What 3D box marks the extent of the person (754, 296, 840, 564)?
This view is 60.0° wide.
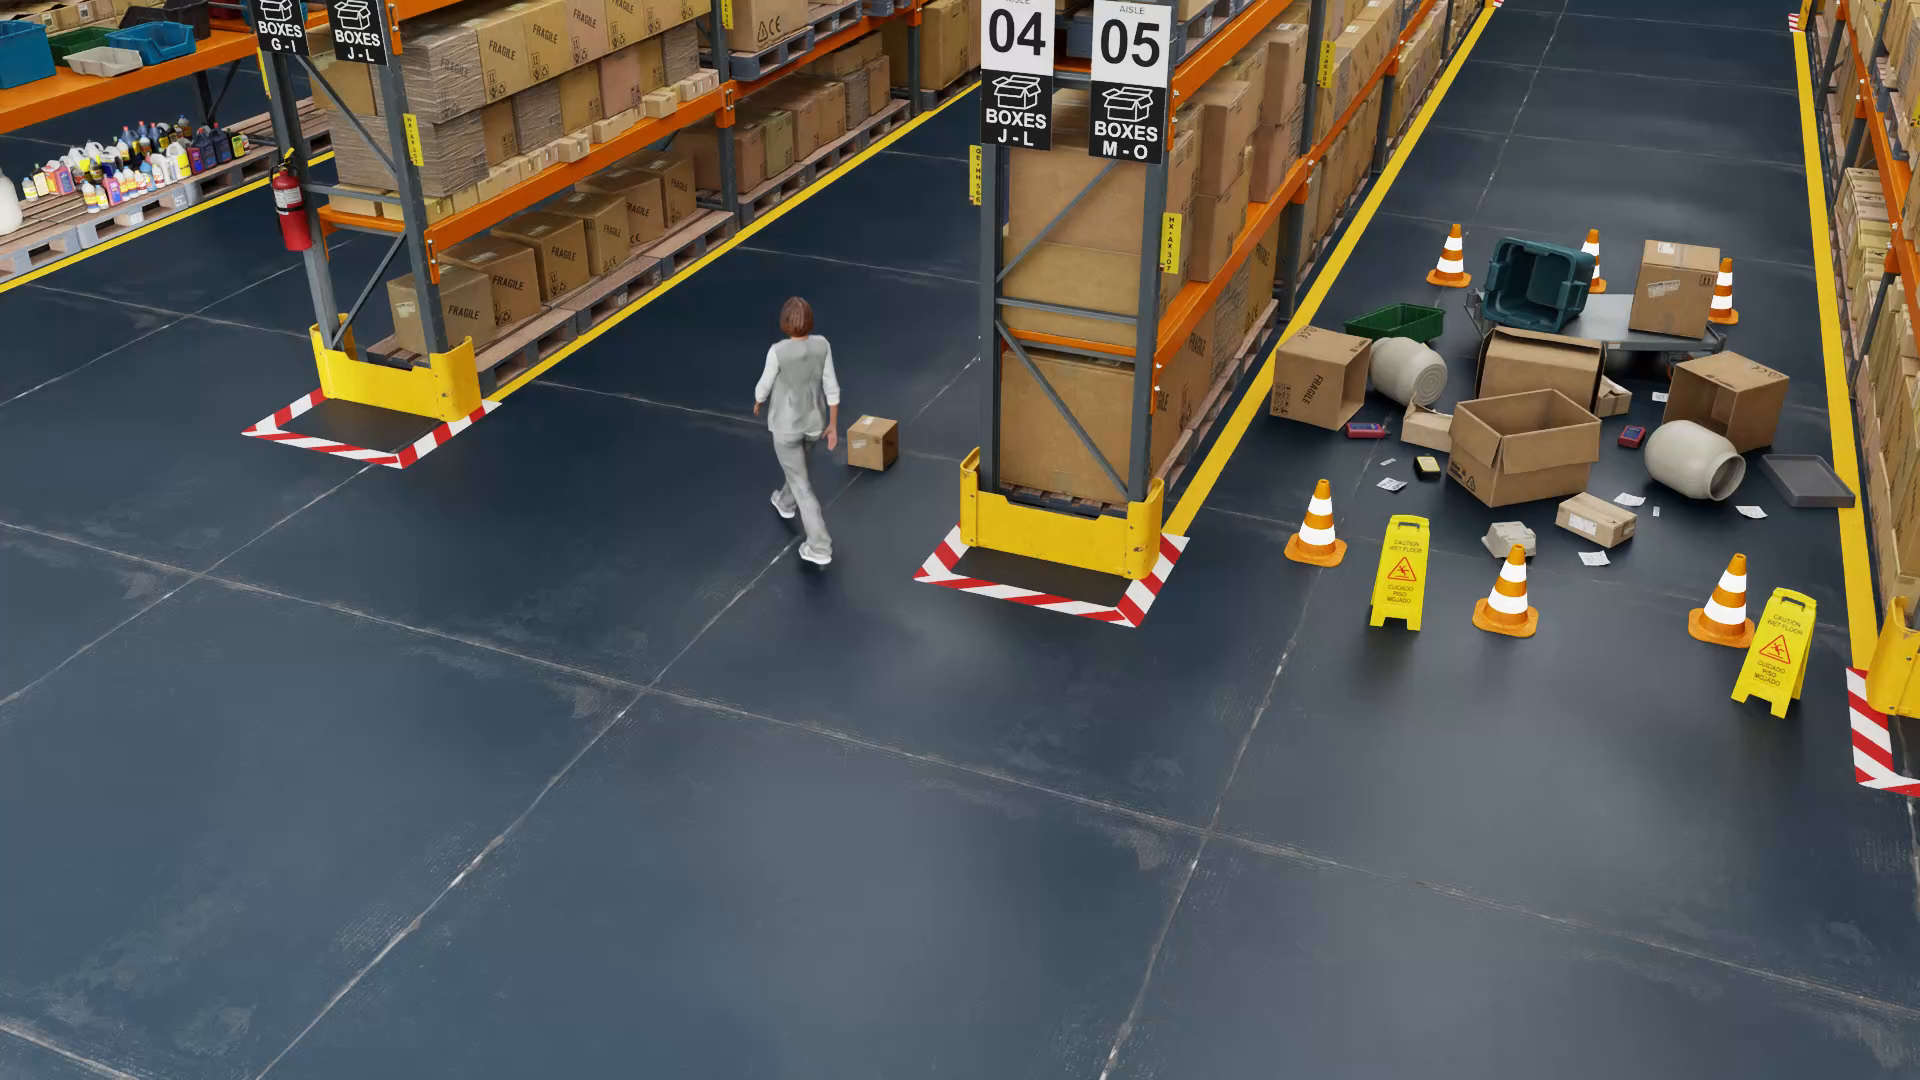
[{"bbox_3d":[-0.956,-0.702,9.586,0.417,1.540,0.928,-17,34,-27],"label":"person"}]
